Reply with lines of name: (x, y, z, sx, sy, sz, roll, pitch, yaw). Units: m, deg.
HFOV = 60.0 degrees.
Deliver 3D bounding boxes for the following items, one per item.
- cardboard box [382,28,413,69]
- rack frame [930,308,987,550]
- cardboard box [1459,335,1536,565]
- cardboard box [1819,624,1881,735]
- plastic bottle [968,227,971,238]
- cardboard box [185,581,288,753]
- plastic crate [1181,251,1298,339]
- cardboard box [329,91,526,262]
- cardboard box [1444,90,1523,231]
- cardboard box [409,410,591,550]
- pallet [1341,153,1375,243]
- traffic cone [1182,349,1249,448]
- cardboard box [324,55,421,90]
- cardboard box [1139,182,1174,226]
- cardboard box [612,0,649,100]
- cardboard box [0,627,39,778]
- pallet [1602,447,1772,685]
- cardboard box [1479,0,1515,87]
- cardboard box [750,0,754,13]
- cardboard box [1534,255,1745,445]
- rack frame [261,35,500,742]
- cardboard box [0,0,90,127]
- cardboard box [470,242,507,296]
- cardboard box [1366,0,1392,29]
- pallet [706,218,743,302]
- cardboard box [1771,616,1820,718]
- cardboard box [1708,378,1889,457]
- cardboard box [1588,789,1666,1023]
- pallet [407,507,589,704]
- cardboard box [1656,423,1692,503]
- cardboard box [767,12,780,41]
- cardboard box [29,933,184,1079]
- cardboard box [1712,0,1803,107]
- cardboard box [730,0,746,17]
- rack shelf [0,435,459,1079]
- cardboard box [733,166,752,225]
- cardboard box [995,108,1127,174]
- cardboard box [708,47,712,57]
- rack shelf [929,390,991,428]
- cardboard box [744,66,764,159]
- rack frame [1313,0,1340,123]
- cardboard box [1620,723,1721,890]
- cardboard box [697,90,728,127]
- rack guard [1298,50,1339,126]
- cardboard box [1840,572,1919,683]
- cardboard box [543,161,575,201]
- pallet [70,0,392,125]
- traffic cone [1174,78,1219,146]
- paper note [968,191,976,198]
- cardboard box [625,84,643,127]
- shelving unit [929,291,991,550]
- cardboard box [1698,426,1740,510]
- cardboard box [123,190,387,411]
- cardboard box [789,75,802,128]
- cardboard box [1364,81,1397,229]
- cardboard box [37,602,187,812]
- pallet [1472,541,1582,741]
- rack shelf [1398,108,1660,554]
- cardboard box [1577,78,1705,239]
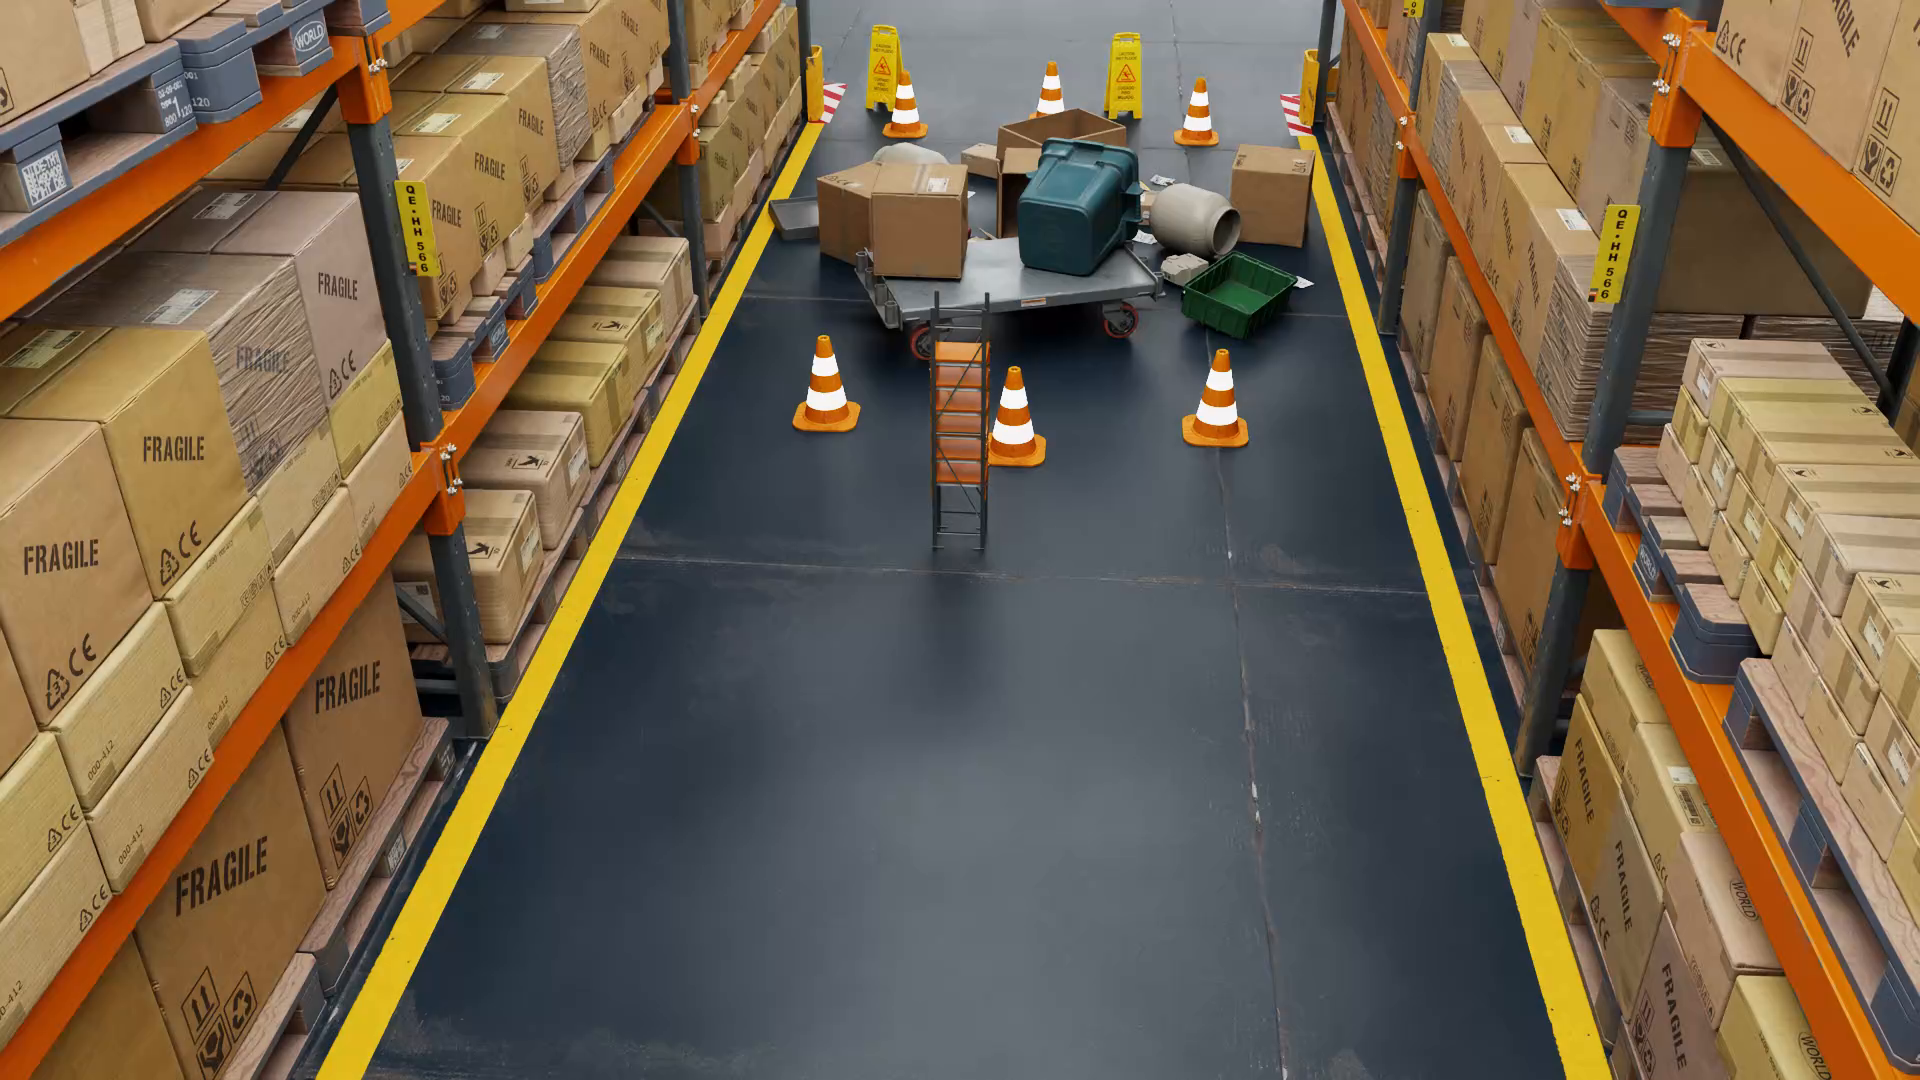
cardboard box: (-2.473, -2.036, 6.797, 0.380, 0.149, 0.250, 1, 32, 2)
rack frame: (-0.006, -0.471, 7.370, 0.240, 1.200, 0.006, 2, 32, 4)
cardboard box: (2.824, -0.379, 7.249, 1.050, 0.750, 0.750, 3, 32, 5)
cardboard box: (2.274, 0.334, 3.905, 0.380, 0.149, 0.250, 2, 32, 4)
plastic bottle: (-0.025, -1.980, 10.904, 0.133, 0.061, 0.283, 8, 32, 12)
cardboard box: (-2.191, 0.326, 4.506, 0.500, 0.250, 0.500, 2, 32, 3)
plastic crate: (1.651, -1.451, 9.872, 0.450, 0.188, 0.662, 29, 41, 23)
cardboard box: (-2.022, -1.390, 6.368, 0.500, 0.500, 0.500, 4, 32, 7)
cardboard box: (2.548, -1.731, 7.604, 0.500, 0.500, 0.500, 2, 32, 4)
cardboard box: (-2.217, -0.285, 7.459, 0.950, 0.372, 0.625, 2, 32, 3)
pallet: (3.179, -2.324, 11.320, 1.003, 0.211, 1.213, 2, 32, 4)
traffic cone: (1.328, -0.760, 8.543, 0.336, 0.463, 0.334, 2, 32, 4)
cardboard box: (-2.494, -1.677, 6.832, 0.500, 0.500, 0.500, 0, 32, 1)
cardboard box: (1.247, -2.291, 11.214, 0.396, 0.266, 0.258, 8, 32, 12)
cardboard box: (-1.847, -2.473, 8.125, 0.500, 0.500, 0.500, 3, 32, 4)
cardboard box: (-2.271, 0.332, 3.304, 0.500, 0.500, 0.500, 2, 32, 3)
pallet: (2.665, 0.073, 4.955, 1.213, 0.211, 1.003, 2, 32, 4)
cardboard box: (2.868, -2.417, 7.764, 0.700, 0.500, 0.500, 2, 32, 3)
cardboard box: (-1.548, -3.481, 10.779, 0.380, 0.149, 0.250, 2, 32, 4)
cardboard box: (2.386, -0.675, 5.891, 0.500, 0.500, 0.500, 2, 32, 4)
rack frame: (-2.325, -0.544, 5.774, 1.000, 3.000, 0.127, 2, 32, 4)
cardboard box: (-2.180, -1.109, 3.335, 0.500, 0.500, 0.500, 3, 32, 4)
cardboard box: (-1.989, -1.066, 6.459, 0.380, 0.149, 0.250, 0, 32, 1)
cardboard box: (3.087, -3.582, 10.560, 0.875, 0.550, 0.500, 2, 32, 4)
pallet: (-1.980, -1.801, 10.472, 1.003, 0.211, 1.213, 2, 32, 4)
cardboard box: (2.296, 0.330, 4.195, 0.380, 0.149, 0.250, 3, 32, 6)
cardboard box: (2.367, -0.337, 4.709, 0.380, 0.149, 0.250, 2, 32, 3)
cardboard box: (2.267, 1.122, 5.053, 0.500, 0.500, 0.500, 3, 32, 5)
pallet: (-2.260, 0.234, 7.169, 1.003, 0.211, 1.213, 2, 32, 4)
cardboard box: (2.379, -0.232, 5.107, 0.380, 0.149, 0.250, 2, 32, 3)
cardboard box: (-1.466, -3.575, 11.579, 0.380, 0.149, 0.250, 3, 32, 5)
cardboard box: (-2.614, 1.473, 4.126, 0.875, 0.875, 0.875, 3, 32, 5)
cardboard box: (2.305, -1.418, 4.237, 0.500, 0.500, 0.500, 2, 32, 4)
cardboard box: (-1.614, -3.549, 10.270, 0.500, 0.500, 0.500, 2, 32, 4)
rack shelf: (-2.488, 0.808, 4.266, 1.077, 0.370, 4.000, 2, 32, 4)
cardboard box: (-1.650, -2.221, 10.715, 0.500, 0.250, 0.500, 4, 32, 7)
cardboard box: (0.706, -2.638, 11.551, 0.797, 0.503, 0.637, -20, 37, -29)
cardboard box: (-1.694, -2.954, 9.924, 0.380, 0.149, 0.250, 2, 32, 4)
rack shelf: (0.001, -0.583, 7.408, 0.258, 0.103, 0.180, 2, 32, 4)
cardboard box: (-1.607, -2.812, 10.959, 0.500, 0.500, 0.500, 4, 32, 7)
rack frame: (3.268, -4.569, 12.305, 1.000, 3.000, 0.127, 2, 32, 4)
cardboard box: (2.278, 0.796, 4.867, 0.500, 0.250, 0.500, 2, 32, 3)
cardboard box: (-1.612, -2.599, 9.996, 0.380, 0.149, 0.250, 3, 32, 5)
rack guard: (3.270, -3.517, 12.981, 1.175, 0.500, 0.348, 2, 32, 4)
cardboard box: (2.281, 0.210, 3.822, 0.380, 0.149, 0.250, 3, 32, 5)
cardboard box: (-1.934, -1.621, 7.361, 0.380, 0.149, 0.250, 3, 32, 6)
pallet: (-2.325, -1.402, 4.487, 1.213, 0.211, 1.003, 4, 32, 6)
traffic cone: (1.809, -3.272, 12.618, 0.336, 0.463, 0.334, 2, 32, 4)
paper note: (0.014, -2.441, 11.694, 0.148, 0.019, 0.142, 14, 34, 21)
cardboard box: (-1.791, -2.153, 8.224, 0.380, 0.149, 0.250, 2, 32, 3)
shelving unit: (0.001, -0.518, 7.447, 0.258, 1.200, 0.189, 2, 32, 4)
cardboard box: (2.357, -0.198, 4.768, 0.380, 0.149, 0.250, 4, 32, 6)
cardboard box: (-2.107, -0.731, 5.029, 0.500, 0.500, 0.500, 2, 32, 3)
cardboard box: (-1.473, -3.289, 12.448, 0.500, 0.250, 0.500, 2, 32, 4)
cardboard box: (3.133, -2.549, 10.652, 0.875, 0.875, 0.875, 3, 32, 4)
cardboard box: (-2.213, 0.379, 3.942, 0.500, 0.250, 0.500, 2, 32, 2)
pallet: (2.756, 0.392, 6.912, 1.003, 0.211, 1.213, 2, 32, 4)
rack shelf: (2.779, -1.125, 7.402, 1.077, 0.370, 4.000, 2, 32, 4)
cardboard box: (2.703, -1.353, 6.038, 0.700, 0.500, 0.500, 2, 32, 3)
